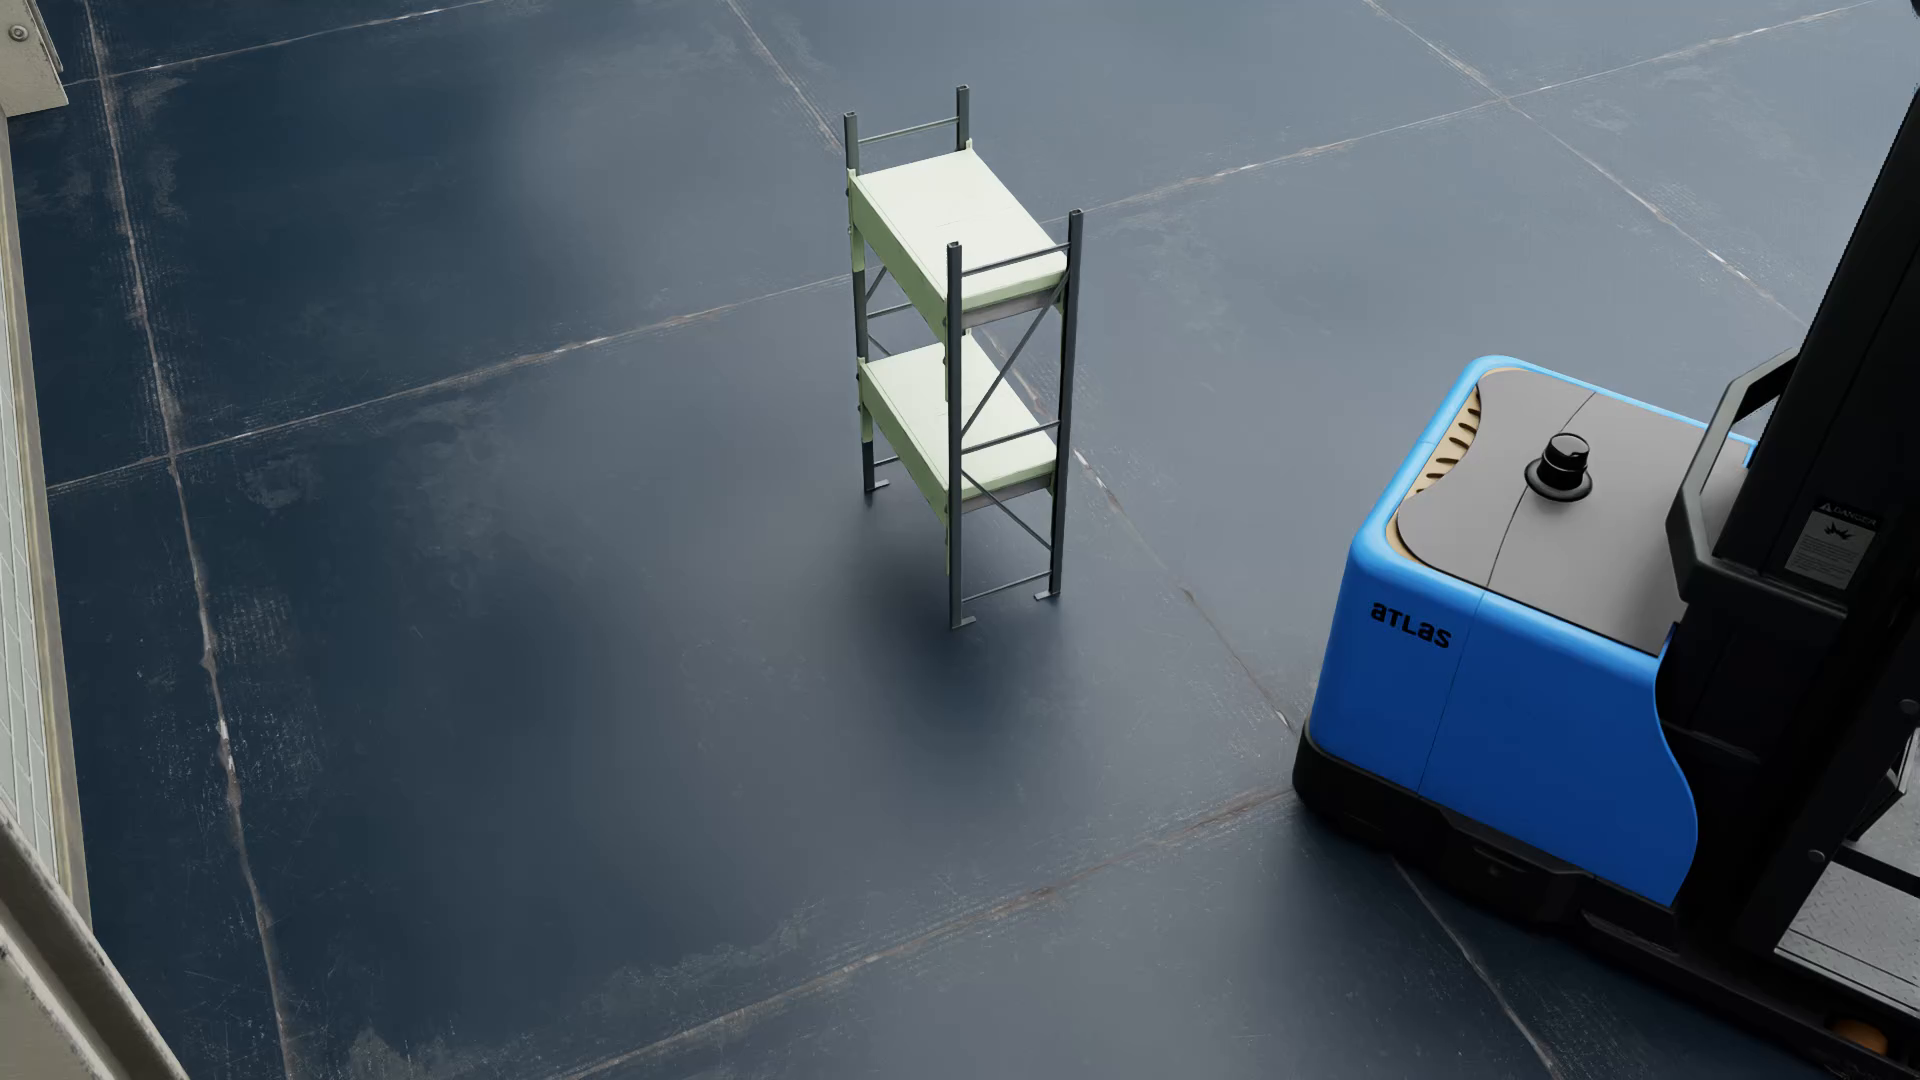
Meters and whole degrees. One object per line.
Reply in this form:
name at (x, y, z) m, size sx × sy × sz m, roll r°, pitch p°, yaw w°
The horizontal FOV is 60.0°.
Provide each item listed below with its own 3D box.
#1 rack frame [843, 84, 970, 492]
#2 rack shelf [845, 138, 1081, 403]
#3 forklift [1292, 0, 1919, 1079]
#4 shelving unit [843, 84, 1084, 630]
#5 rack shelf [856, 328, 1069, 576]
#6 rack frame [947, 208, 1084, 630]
rack frame at (-0.157, -0.771, 5.464) m, size 0.400 × 1.500 × 0.023 m, roll -18°, pitch 47°, yaw -17°
rack shelf at (-0.003, -0.816, 4.953) m, size 0.431 × 0.370 × 0.720 m, roll -18°, pitch 47°, yaw -17°
forklift at (2.504, 0.003, 3.660) m, size 3.031 × 2.935 × 1.130 m, roll 24°, pitch 49°, yaw 22°
shelving unit at (-0.003, -0.538, 5.228) m, size 0.431 × 1.500 × 0.755 m, roll -18°, pitch 47°, yaw -17°
rack shelf at (-0.003, -0.306, 5.457) m, size 0.431 × 0.370 × 0.720 m, roll -18°, pitch 47°, yaw -17°
rack frame at (0.151, -0.305, 4.991) m, size 0.400 × 1.500 × 0.023 m, roll -18°, pitch 47°, yaw -17°
